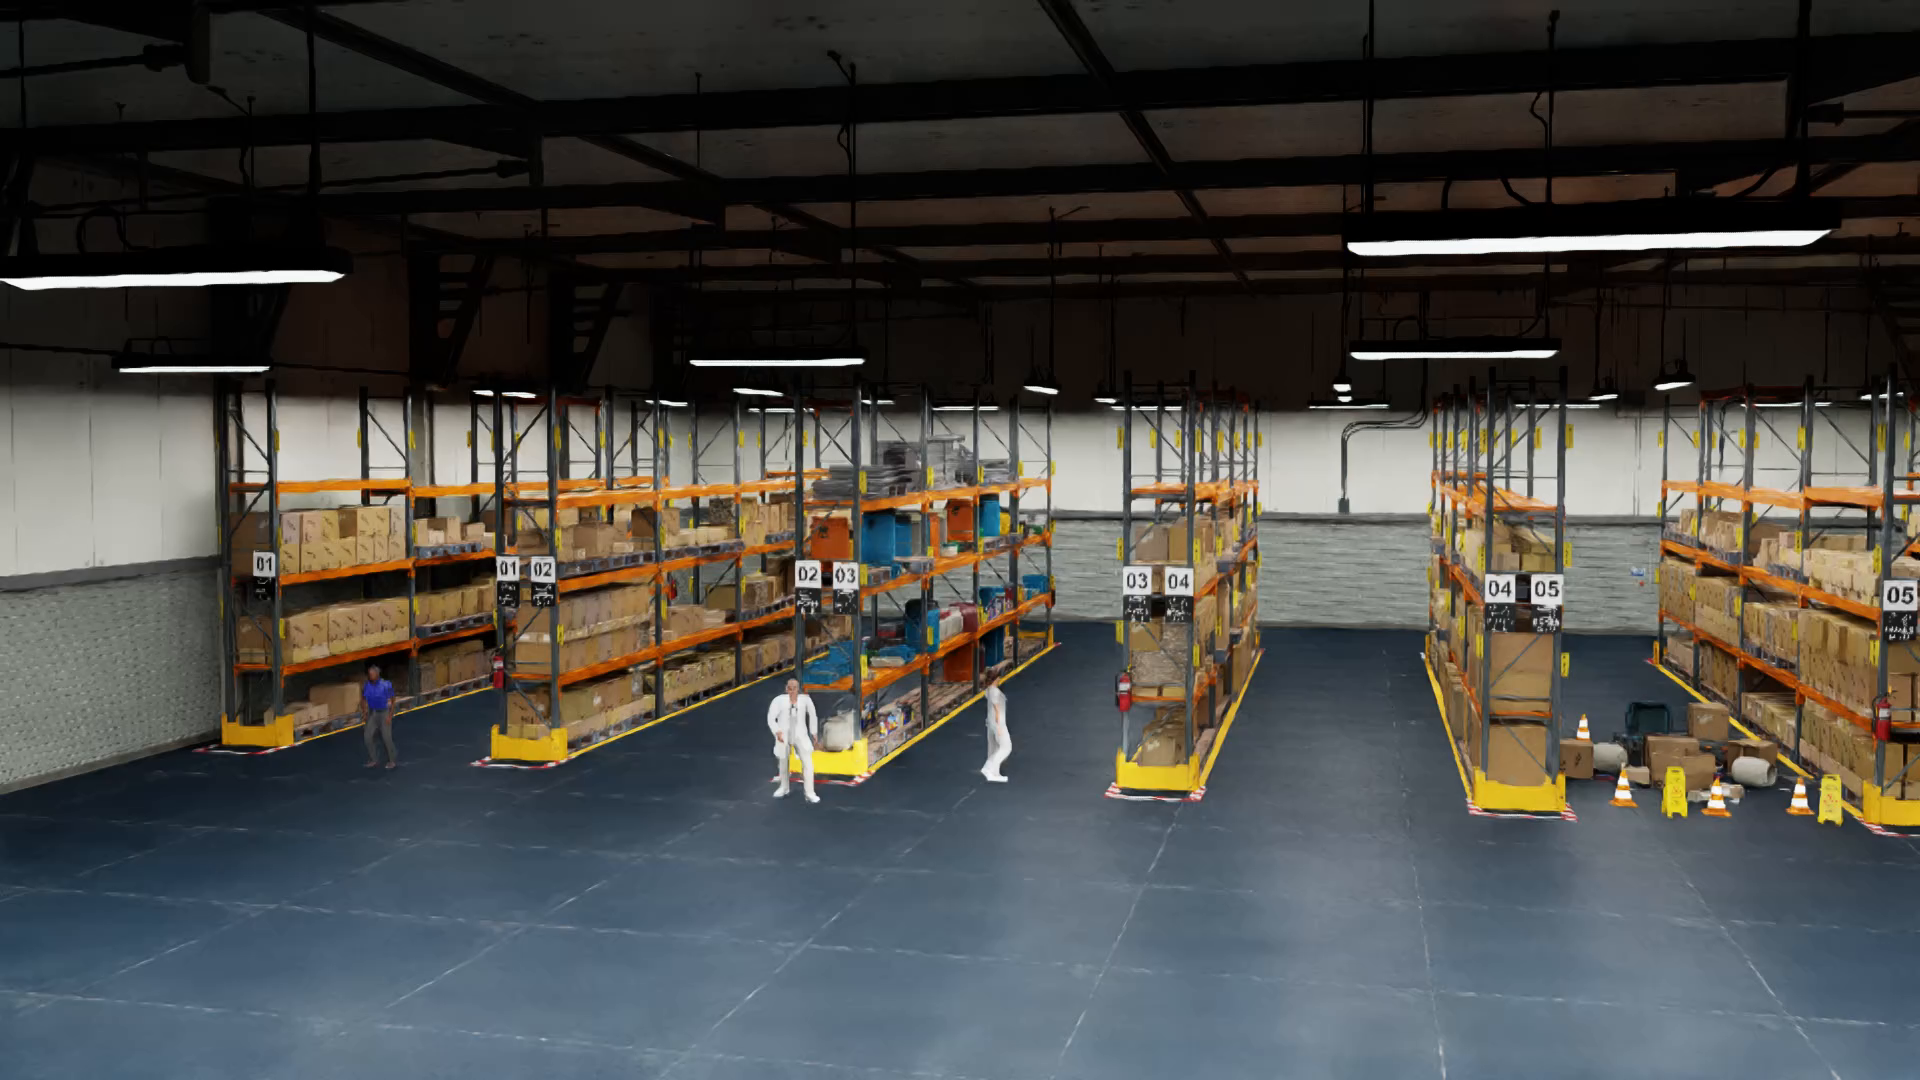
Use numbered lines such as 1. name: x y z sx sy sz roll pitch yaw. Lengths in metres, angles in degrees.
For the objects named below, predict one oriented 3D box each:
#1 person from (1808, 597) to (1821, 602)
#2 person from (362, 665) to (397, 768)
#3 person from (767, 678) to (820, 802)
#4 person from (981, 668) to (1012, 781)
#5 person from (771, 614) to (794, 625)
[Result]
1. person: 19.714 1.887 38.353 0.690 1.634 0.517 -1 4 -14
2. person: -8.864 2.685 25.376 0.592 1.604 0.518 1 4 12
3. person: -2.306 2.750 23.061 0.737 1.714 0.889 0 3 -4
4. person: 0.502 2.707 24.314 0.432 1.670 0.504 -1 4 -16
5. person: -4.709 1.430 44.514 0.718 1.776 0.563 -3 4 -38
